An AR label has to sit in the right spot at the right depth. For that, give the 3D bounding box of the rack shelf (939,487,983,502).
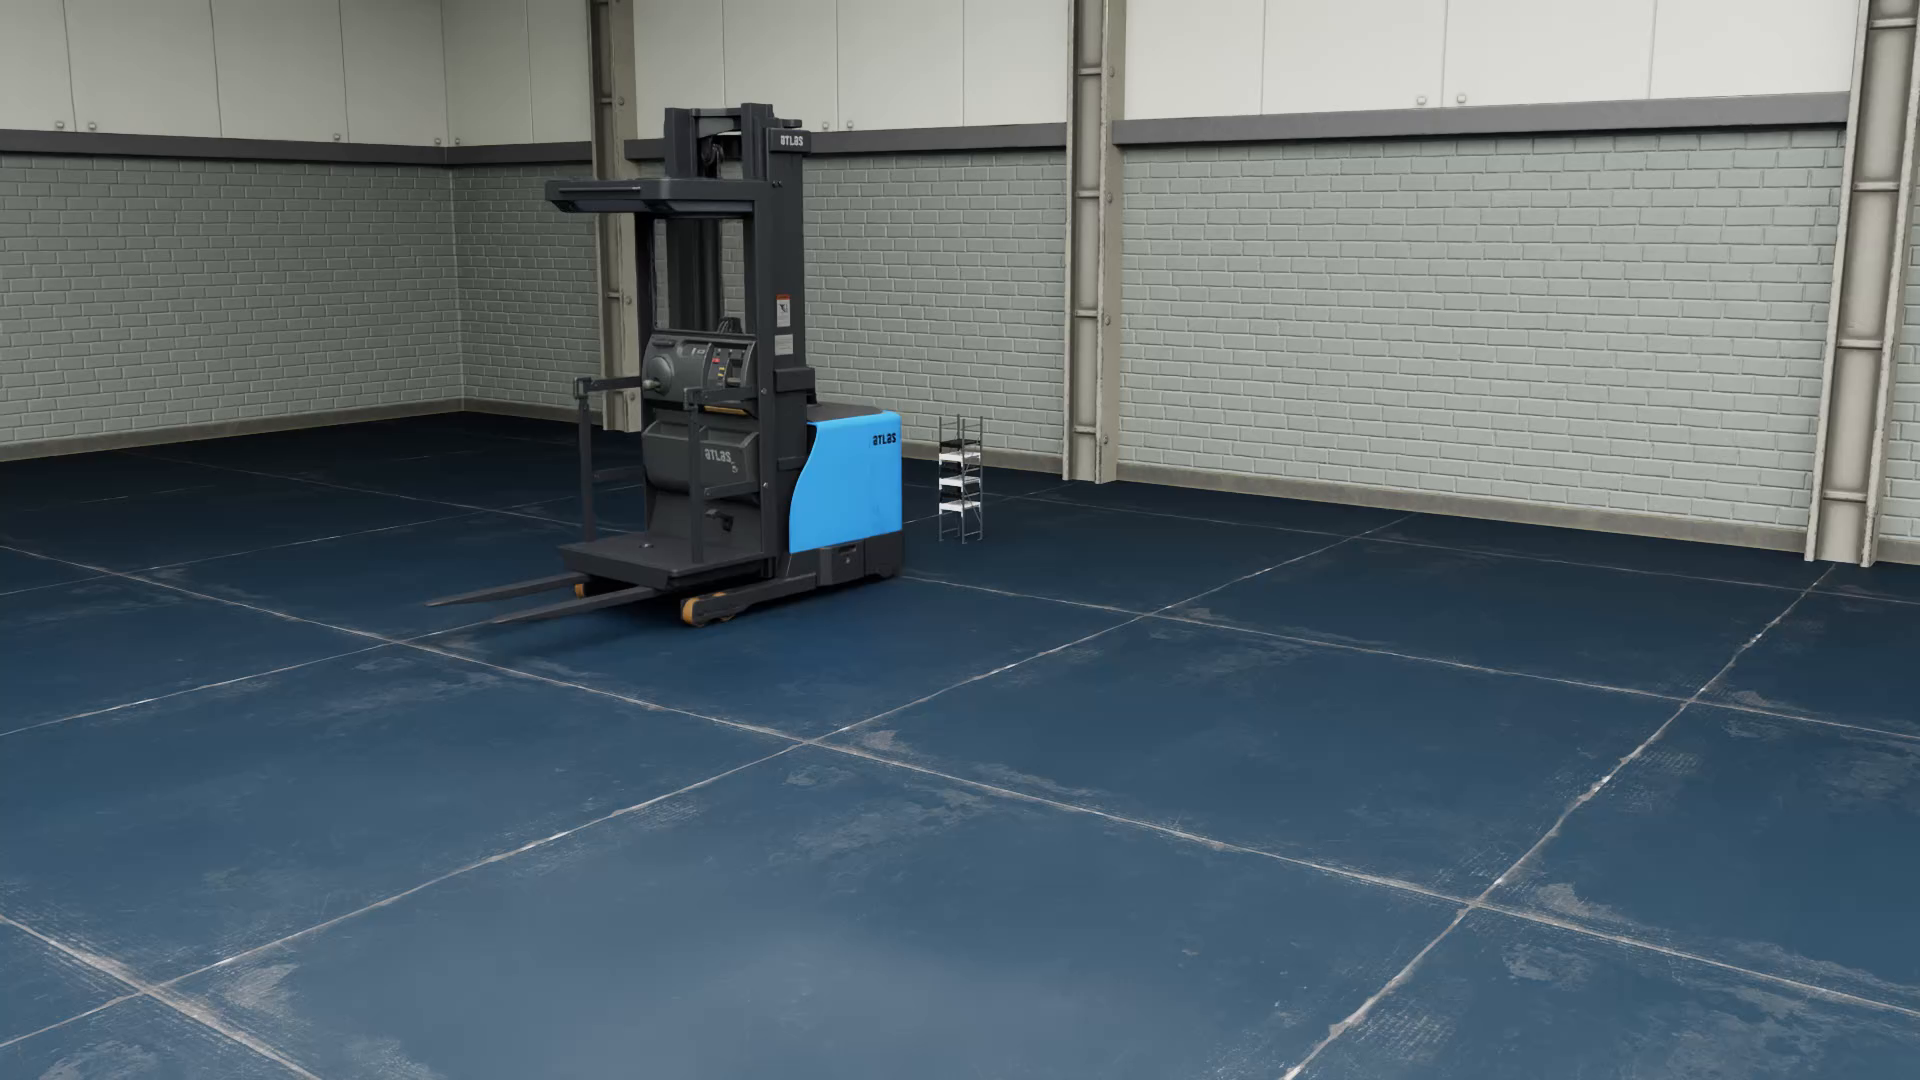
[{"bbox_3d":[0.007,-0.320,11.963,0.200,0.077,0.258,8,13,36],"label":"rack shelf"}]

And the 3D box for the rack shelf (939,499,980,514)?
[{"bbox_3d":[0.007,-0.231,11.980,0.200,0.077,0.258,8,13,36],"label":"rack shelf"}]

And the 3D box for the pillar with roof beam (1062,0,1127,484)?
[{"bbox_3d":[-1.390,-4.297,10.550,0.400,9.000,9.100,8,13,36],"label":"pillar with roof beam"}]

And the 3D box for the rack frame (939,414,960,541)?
[{"bbox_3d":[-0.075,-0.452,11.999,0.006,0.900,0.240,8,13,36],"label":"rack frame"}]

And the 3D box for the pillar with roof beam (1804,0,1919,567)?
[{"bbox_3d":[3.446,-3.623,7.063,0.400,9.000,9.100,8,13,36],"label":"pillar with roof beam"}]

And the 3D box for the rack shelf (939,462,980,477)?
[{"bbox_3d":[0.007,-0.497,11.929,0.200,0.077,0.258,8,13,36],"label":"rack shelf"}]

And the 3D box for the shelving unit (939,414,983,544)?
[{"bbox_3d":[0.007,-0.441,11.939,0.210,0.900,0.258,8,13,36],"label":"shelving unit"}]

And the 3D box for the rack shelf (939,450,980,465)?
[{"bbox_3d":[0.007,-0.585,11.912,0.200,0.077,0.258,8,13,36],"label":"rack shelf"}]

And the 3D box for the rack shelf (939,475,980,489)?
[{"bbox_3d":[0.007,-0.408,11.946,0.200,0.077,0.258,8,13,36],"label":"rack shelf"}]

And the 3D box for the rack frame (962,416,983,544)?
[{"bbox_3d":[0.088,-0.429,11.880,0.006,0.900,0.240,8,13,36],"label":"rack frame"}]

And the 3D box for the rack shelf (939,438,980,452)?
[{"bbox_3d":[0.007,-0.673,11.895,0.200,0.077,0.258,8,13,36],"label":"rack shelf"}]

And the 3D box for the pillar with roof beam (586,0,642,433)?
[{"bbox_3d":[-6.226,-4.972,14.037,0.400,9.000,9.100,8,13,36],"label":"pillar with roof beam"}]

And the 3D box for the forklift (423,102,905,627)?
[{"bbox_3d":[-1.695,-1.051,9.745,1.130,2.935,3.031,9,14,39],"label":"forklift"}]
